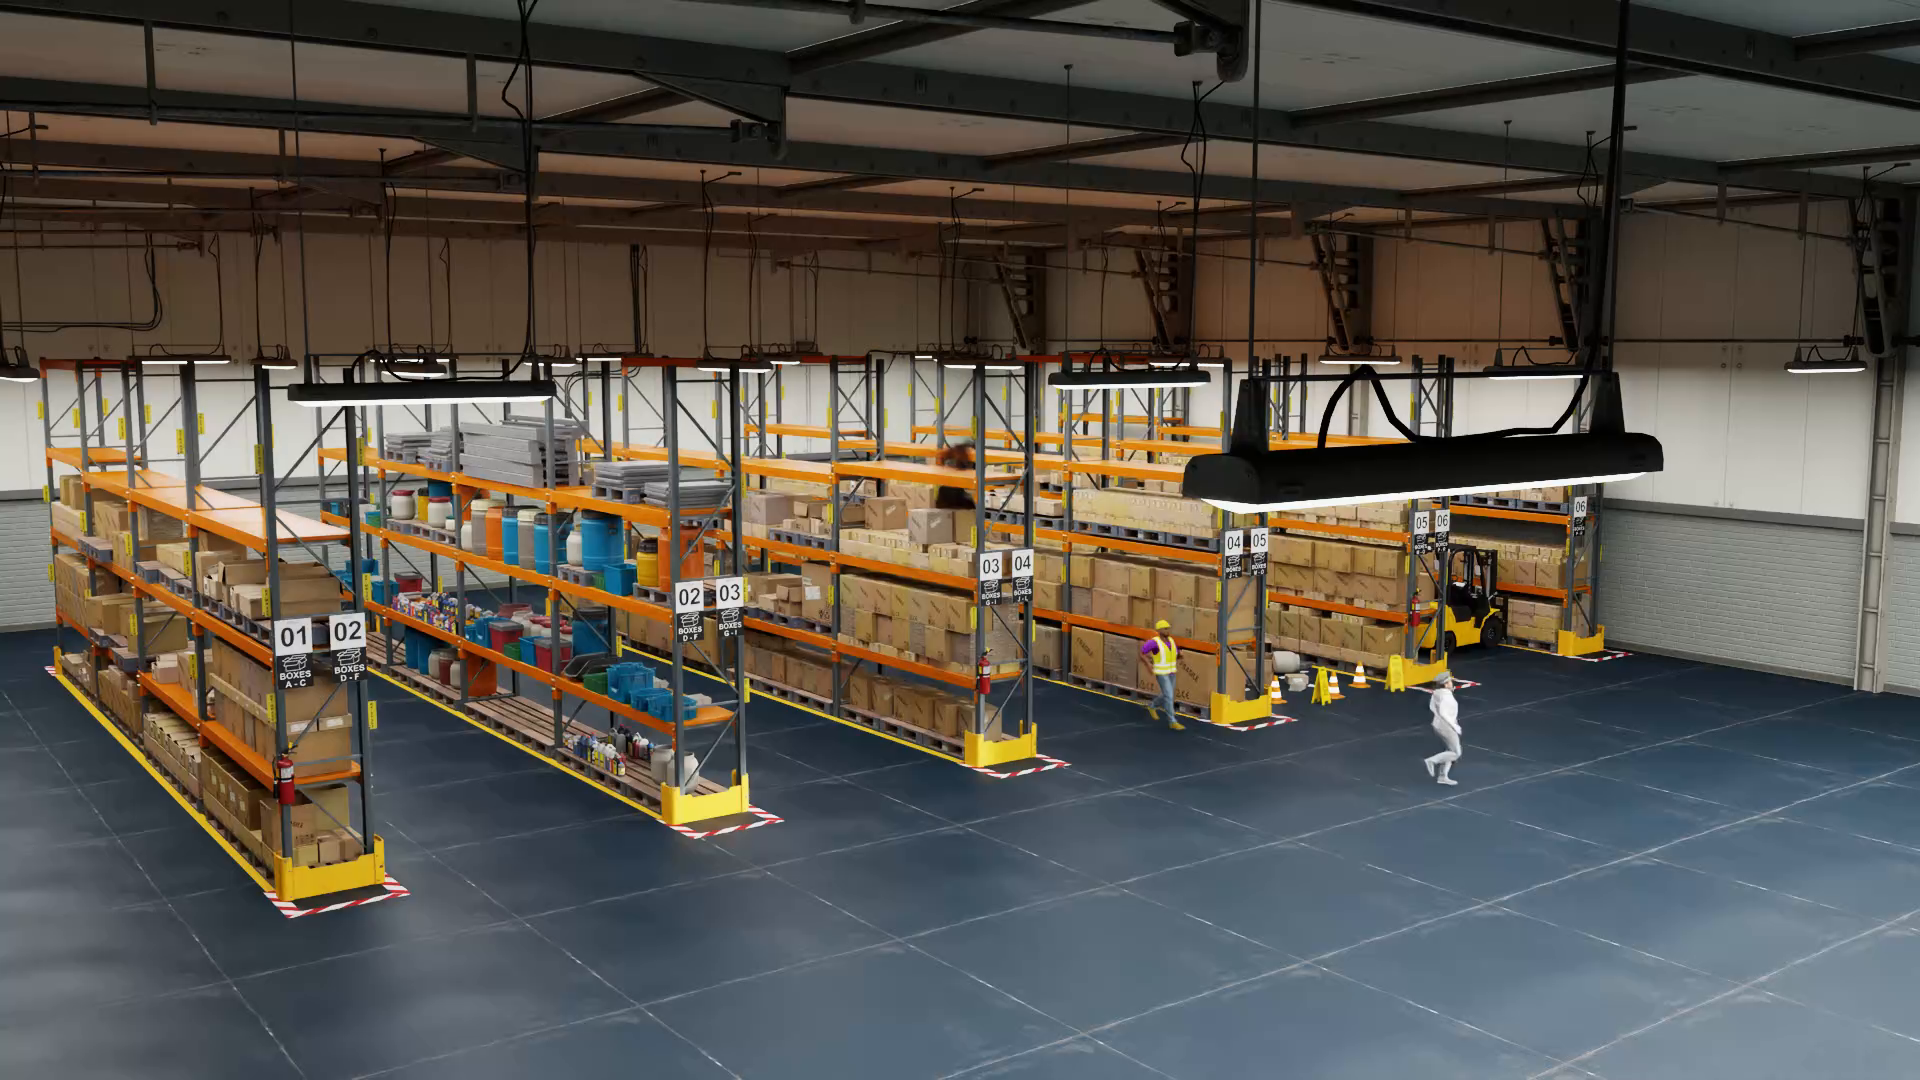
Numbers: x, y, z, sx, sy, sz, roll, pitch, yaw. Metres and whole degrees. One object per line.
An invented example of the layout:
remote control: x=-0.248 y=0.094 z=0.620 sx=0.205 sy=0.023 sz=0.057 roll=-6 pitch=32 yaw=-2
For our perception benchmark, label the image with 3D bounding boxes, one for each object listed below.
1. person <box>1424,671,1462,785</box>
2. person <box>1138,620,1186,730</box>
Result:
person: x=6.874 y=2.676 z=23.703 sx=0.555 sy=1.651 sz=0.615 roll=-1 pitch=7 yaw=-4
person: x=3.360 y=2.183 z=27.224 sx=0.707 sy=1.744 sz=0.941 roll=-6 pitch=9 yaw=-41
